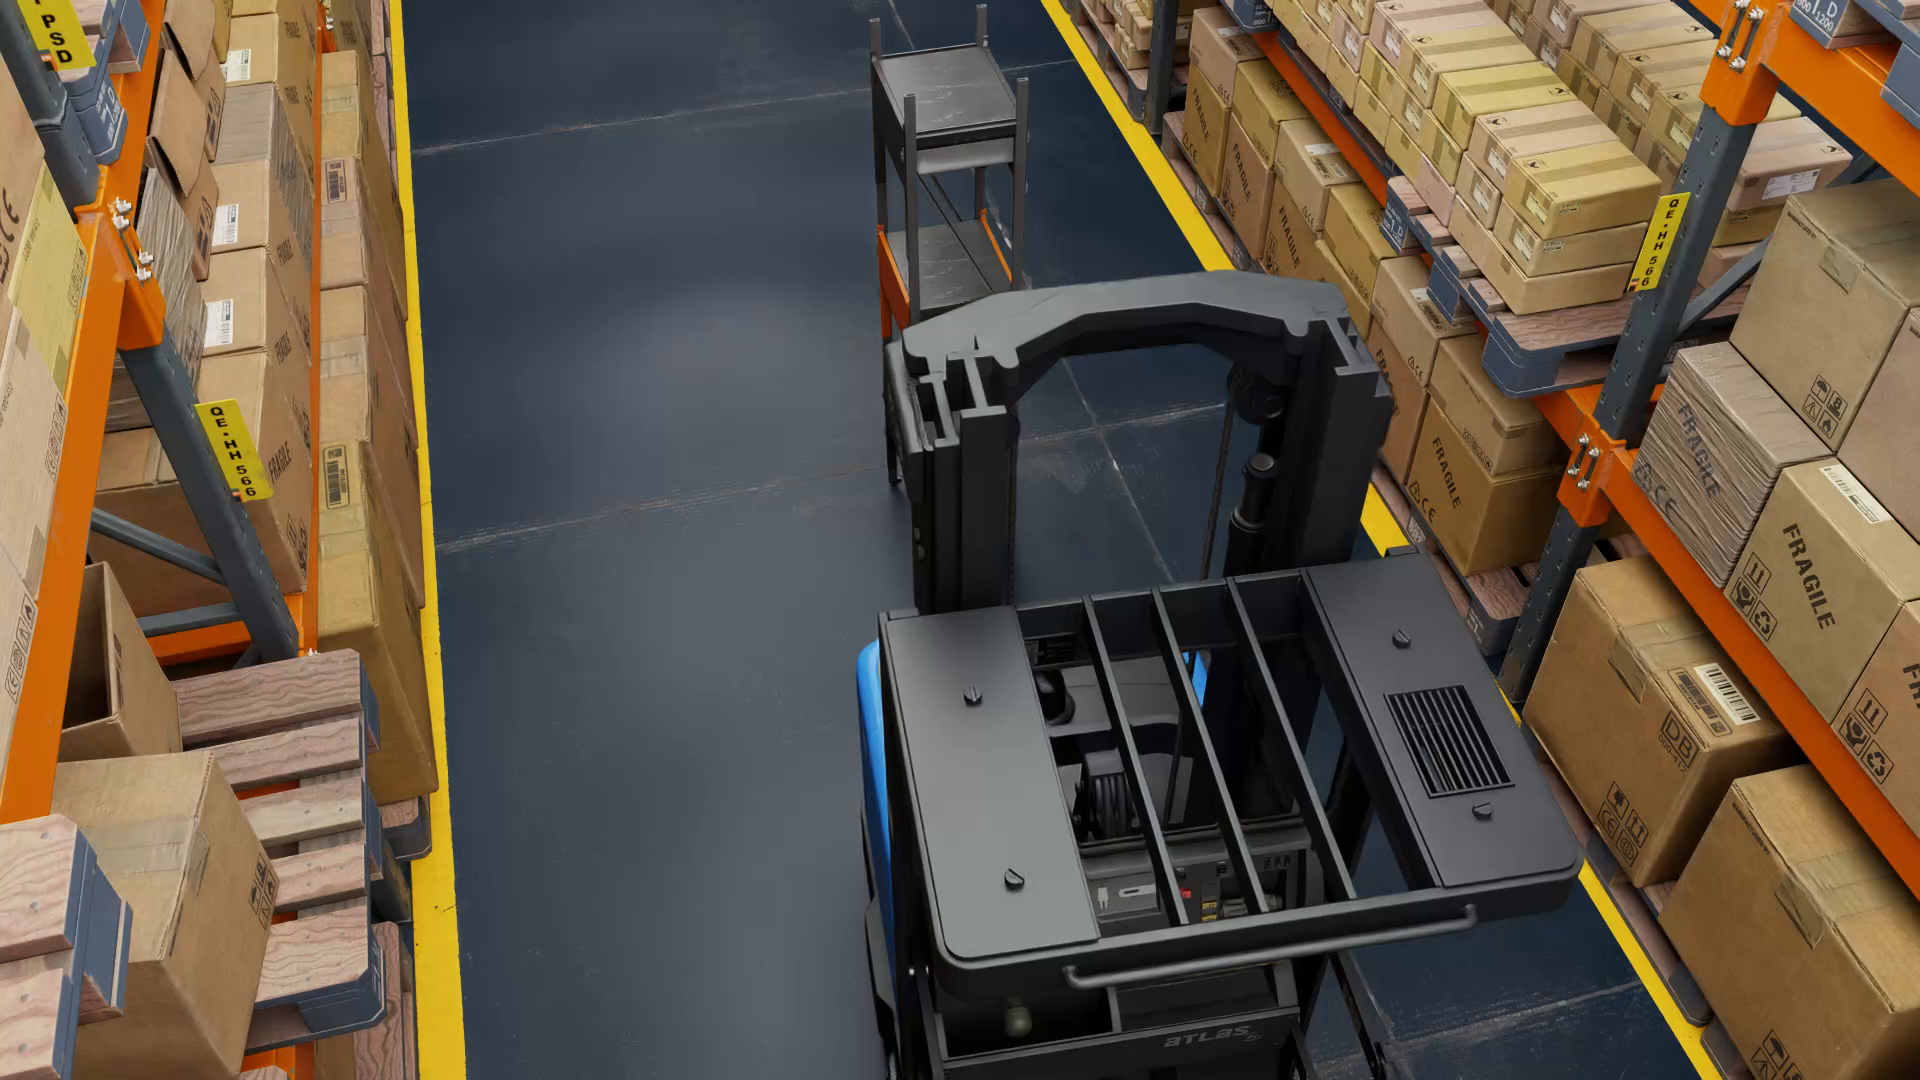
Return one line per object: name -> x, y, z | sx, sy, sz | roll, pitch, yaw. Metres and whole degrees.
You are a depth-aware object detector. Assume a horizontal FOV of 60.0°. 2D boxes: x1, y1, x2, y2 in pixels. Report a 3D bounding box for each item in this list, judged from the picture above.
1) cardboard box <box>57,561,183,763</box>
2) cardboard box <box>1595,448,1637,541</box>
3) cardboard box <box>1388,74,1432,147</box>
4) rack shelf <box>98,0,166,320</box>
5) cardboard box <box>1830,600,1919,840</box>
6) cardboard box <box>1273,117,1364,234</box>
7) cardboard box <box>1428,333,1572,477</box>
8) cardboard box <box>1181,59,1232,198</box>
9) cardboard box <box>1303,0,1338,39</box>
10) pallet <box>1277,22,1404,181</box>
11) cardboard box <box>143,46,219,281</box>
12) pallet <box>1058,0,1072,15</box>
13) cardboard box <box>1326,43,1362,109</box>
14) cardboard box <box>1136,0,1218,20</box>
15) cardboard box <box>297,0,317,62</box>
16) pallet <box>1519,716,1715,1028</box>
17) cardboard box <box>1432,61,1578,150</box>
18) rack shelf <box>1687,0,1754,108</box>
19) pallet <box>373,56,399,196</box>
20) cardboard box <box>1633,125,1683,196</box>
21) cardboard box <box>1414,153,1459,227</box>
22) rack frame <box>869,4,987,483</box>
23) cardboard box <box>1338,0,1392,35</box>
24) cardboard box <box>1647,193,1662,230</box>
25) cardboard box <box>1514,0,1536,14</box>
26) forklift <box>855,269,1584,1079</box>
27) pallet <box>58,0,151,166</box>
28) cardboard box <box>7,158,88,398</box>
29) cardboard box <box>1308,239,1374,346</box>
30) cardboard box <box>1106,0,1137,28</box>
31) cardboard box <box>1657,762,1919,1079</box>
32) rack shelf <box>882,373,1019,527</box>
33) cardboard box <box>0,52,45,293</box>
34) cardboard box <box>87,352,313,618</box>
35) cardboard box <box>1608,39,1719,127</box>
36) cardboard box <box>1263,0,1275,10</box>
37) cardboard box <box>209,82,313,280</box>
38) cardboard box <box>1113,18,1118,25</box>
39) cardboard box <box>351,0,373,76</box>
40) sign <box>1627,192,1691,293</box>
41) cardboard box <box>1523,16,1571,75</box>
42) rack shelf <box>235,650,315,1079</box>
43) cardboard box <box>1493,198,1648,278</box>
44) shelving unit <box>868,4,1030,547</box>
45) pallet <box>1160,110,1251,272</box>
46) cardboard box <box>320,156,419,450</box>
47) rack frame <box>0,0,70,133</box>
cardboard box -> -2.137, 0.450, 3.844 | 0.500, 0.500, 0.500 | -16, 48, -15
cardboard box -> 2.572, -0.377, 6.476 | 0.500, 0.500, 0.500 | -13, 47, -12
cardboard box -> 1.737, -1.529, 5.822 | 0.380, 0.149, 0.250 | -11, 47, -10
rack shelf -> -2.826, -1.912, 4.927 | 1.077, 0.370, 4.000 | -11, 47, -10
cardboard box -> 2.622, 0.453, 4.136 | 0.500, 0.500, 0.500 | -11, 47, -10
cardboard box -> 1.681, -1.588, 7.137 | 0.500, 0.250, 0.500 | -9, 46, -9
cardboard box -> 2.078, -0.529, 6.099 | 0.500, 0.250, 0.500 | -12, 47, -11
cardboard box -> 1.415, -2.045, 8.110 | 0.500, 0.500, 0.500 | -9, 46, -9
cardboard box -> 1.541, -2.060, 6.342 | 0.380, 0.149, 0.250 | -12, 47, -11
pallet -> 1.960, -1.862, 6.609 | 1.003, 0.211, 1.213 | -11, 47, -10
cardboard box -> -2.650, -1.078, 4.933 | 0.797, 0.503, 0.637 | -10, 46, -9
pallet -> 0.961, -3.657, 10.186 | 1.003, 0.211, 1.213 | -11, 47, -10
cardboard box -> 1.613, -1.772, 6.269 | 0.380, 0.149, 0.250 | -9, 46, -9
cardboard box -> 1.140, -2.887, 8.765 | 0.380, 0.149, 0.250 | -9, 46, -9
cardboard box -> -2.954, -2.257, 6.792 | 0.500, 0.500, 0.500 | -11, 47, -10
pallet -> 2.636, 0.964, 5.658 | 1.003, 0.211, 1.213 | -11, 47, -10
cardboard box -> 1.809, -1.447, 5.533 | 0.380, 0.149, 0.250 | -9, 46, -9
rack shelf -> 1.995, -2.749, 5.748 | 1.077, 0.370, 4.000 | -11, 47, -10
pallet -> -3.457, -2.058, 8.619 | 1.003, 0.211, 1.213 | -11, 47, -10
cardboard box -> 2.506, -1.291, 5.588 | 0.380, 0.149, 0.250 | -9, 46, -8
cardboard box -> 1.808, -1.235, 5.742 | 0.380, 0.149, 0.250 | -10, 46, -10
rack frame -> -0.105, -1.018, 6.277 | 0.400, 2.100, 0.015 | -11, 47, -10
cardboard box -> 1.609, -1.985, 6.061 | 0.380, 0.149, 0.250 | -9, 46, -8
cardboard box -> 2.519, -1.160, 5.669 | 0.380, 0.149, 0.250 | -9, 46, -8
cardboard box -> 2.238, -2.099, 6.172 | 0.380, 0.149, 0.250 | -9, 46, -9
forklift -> 0.429, 1.005, 3.713 | 1.130, 2.935, 3.031 | -7, 46, -7
pallet -> -2.530, -1.152, 3.811 | 1.213, 0.211, 1.003 | -9, 46, -8
cardboard box -> -1.955, -0.447, 3.093 | 0.500, 0.250, 0.500 | -11, 47, -10
cardboard box -> 1.805, -0.970, 7.057 | 0.500, 0.500, 0.500 | -13, 47, -12
cardboard box -> 1.013, -2.929, 9.014 | 0.380, 0.149, 0.250 | -13, 47, -12
cardboard box -> 2.803, 1.110, 4.843 | 1.050, 0.750, 0.750 | -10, 46, -10
rack shelf -> -0.042, -0.350, 6.622 | 0.431, 0.518, 0.480 | -11, 47, -10
cardboard box -> -1.950, -0.709, 2.825 | 0.500, 0.500, 0.500 | -10, 46, -9
cardboard box -> -2.175, -0.154, 4.730 | 0.500, 0.500, 0.500 | -9, 46, -9
cardboard box -> 2.446, -1.547, 5.631 | 0.380, 0.149, 0.250 | -11, 47, -11
cardboard box -> 1.404, -2.322, 6.807 | 0.380, 0.149, 0.250 | -13, 47, -12
cardboard box -> -2.570, -1.208, 5.763 | 0.500, 0.500, 0.500 | -11, 47, -10
cardboard box -> 1.067, -2.884, 9.178 | 0.380, 0.149, 0.250 | -10, 46, -9
cardboard box -> -3.660, -2.990, 8.773 | 0.875, 0.875, 0.875 | -11, 47, -10
sign -> 1.984, -0.842, 4.720 | 0.100, 0.325, 0.005 | -11, 47, -10
cardboard box -> 2.306, -1.821, 6.108 | 0.380, 0.149, 0.250 | -11, 47, -10
rack shelf -> -1.802, 1.899, 3.292 | 1.077, 0.370, 4.000 | -11, 47, -10
cardboard box -> 1.940, -0.991, 5.295 | 0.380, 0.149, 0.250 | -10, 46, -9
shelving unit -> -0.042, -0.849, 6.112 | 0.431, 2.100, 0.503 | -11, 47, -10
pallet -> 1.683, -1.819, 8.385 | 1.003, 0.211, 1.213 | -11, 47, -10
cardboard box -> -2.925, -0.843, 6.670 | 1.225, 0.875, 0.875 | -12, 47, -12
rack frame -> -2.314, -1.833, 2.246 | 1.000, 3.000, 0.127 | -11, 47, -10
